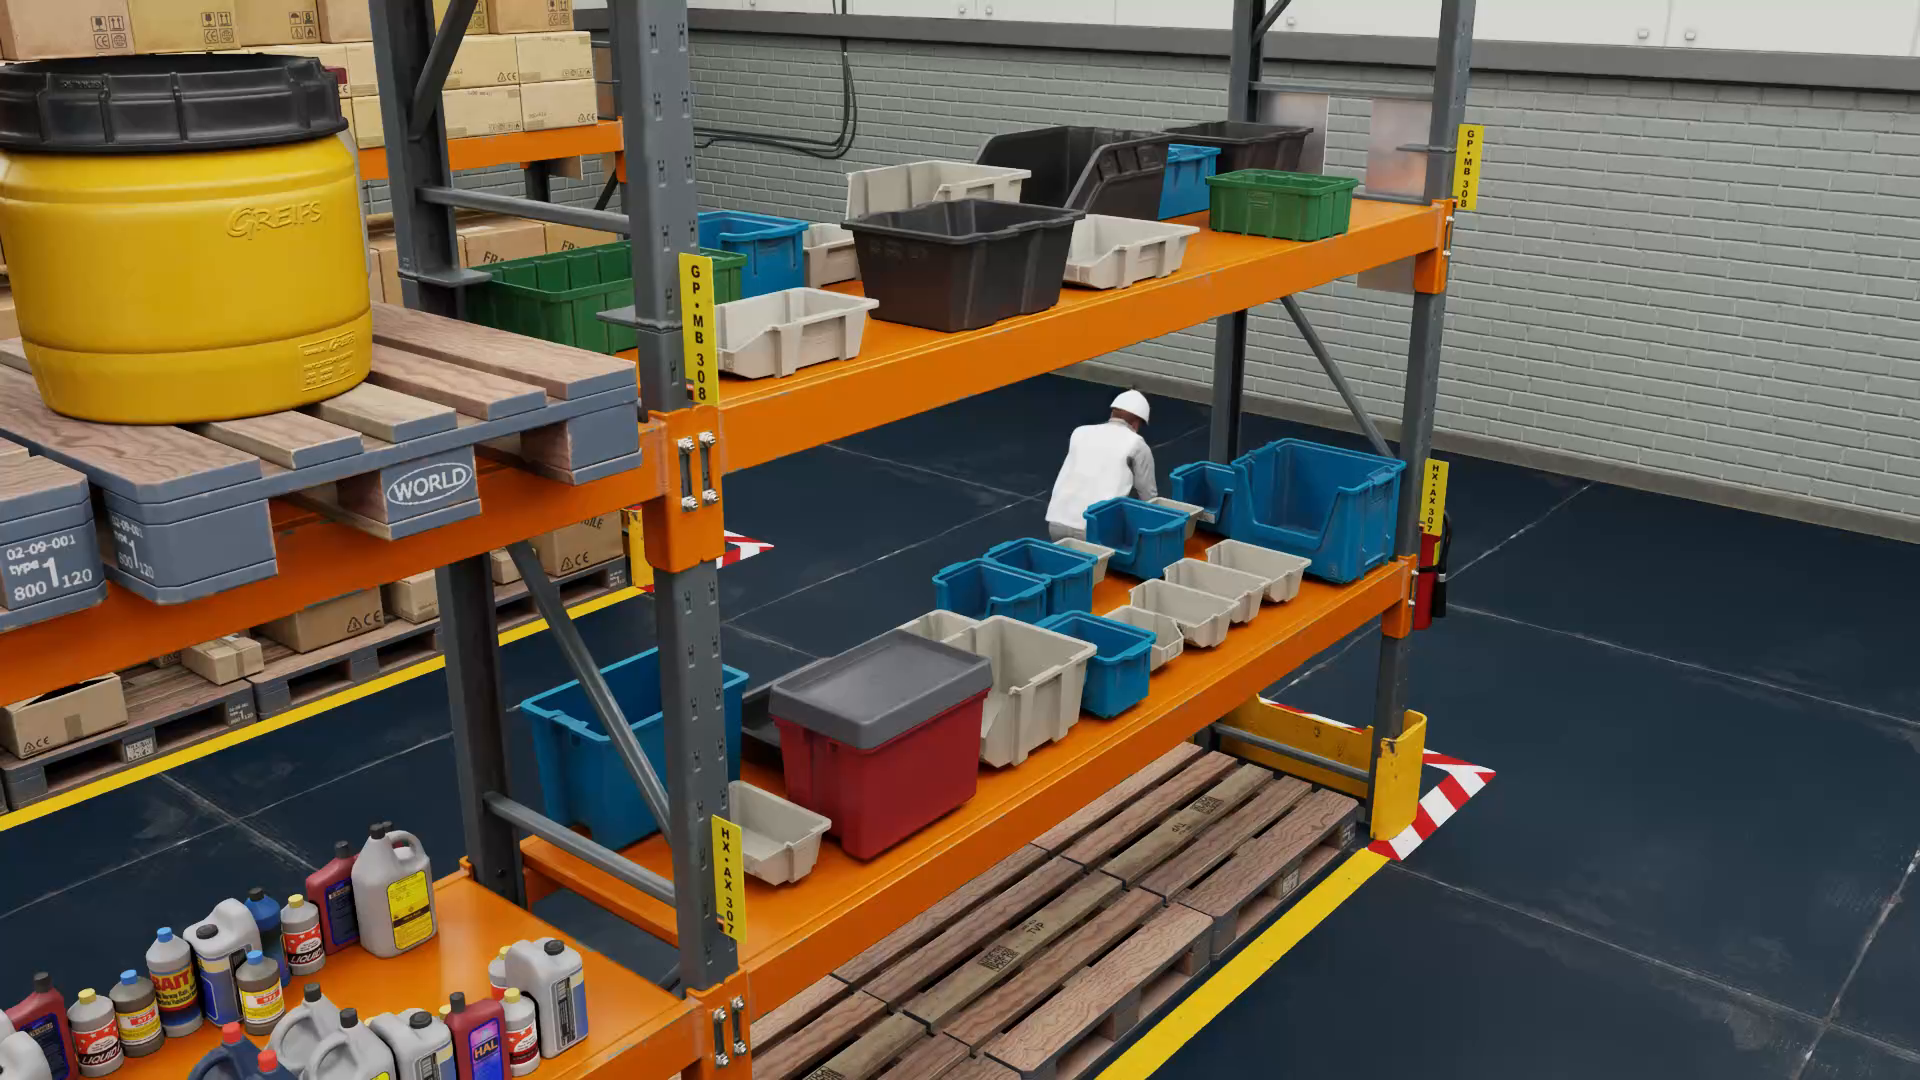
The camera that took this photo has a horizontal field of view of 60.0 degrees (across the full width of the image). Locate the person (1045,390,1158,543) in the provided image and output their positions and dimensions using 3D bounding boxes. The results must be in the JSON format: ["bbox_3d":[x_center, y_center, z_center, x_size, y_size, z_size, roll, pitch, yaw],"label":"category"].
[{"bbox_3d":[0.809,-0.137,9.518,0.590,1.363,0.797,16,25,37],"label":"person"}]
